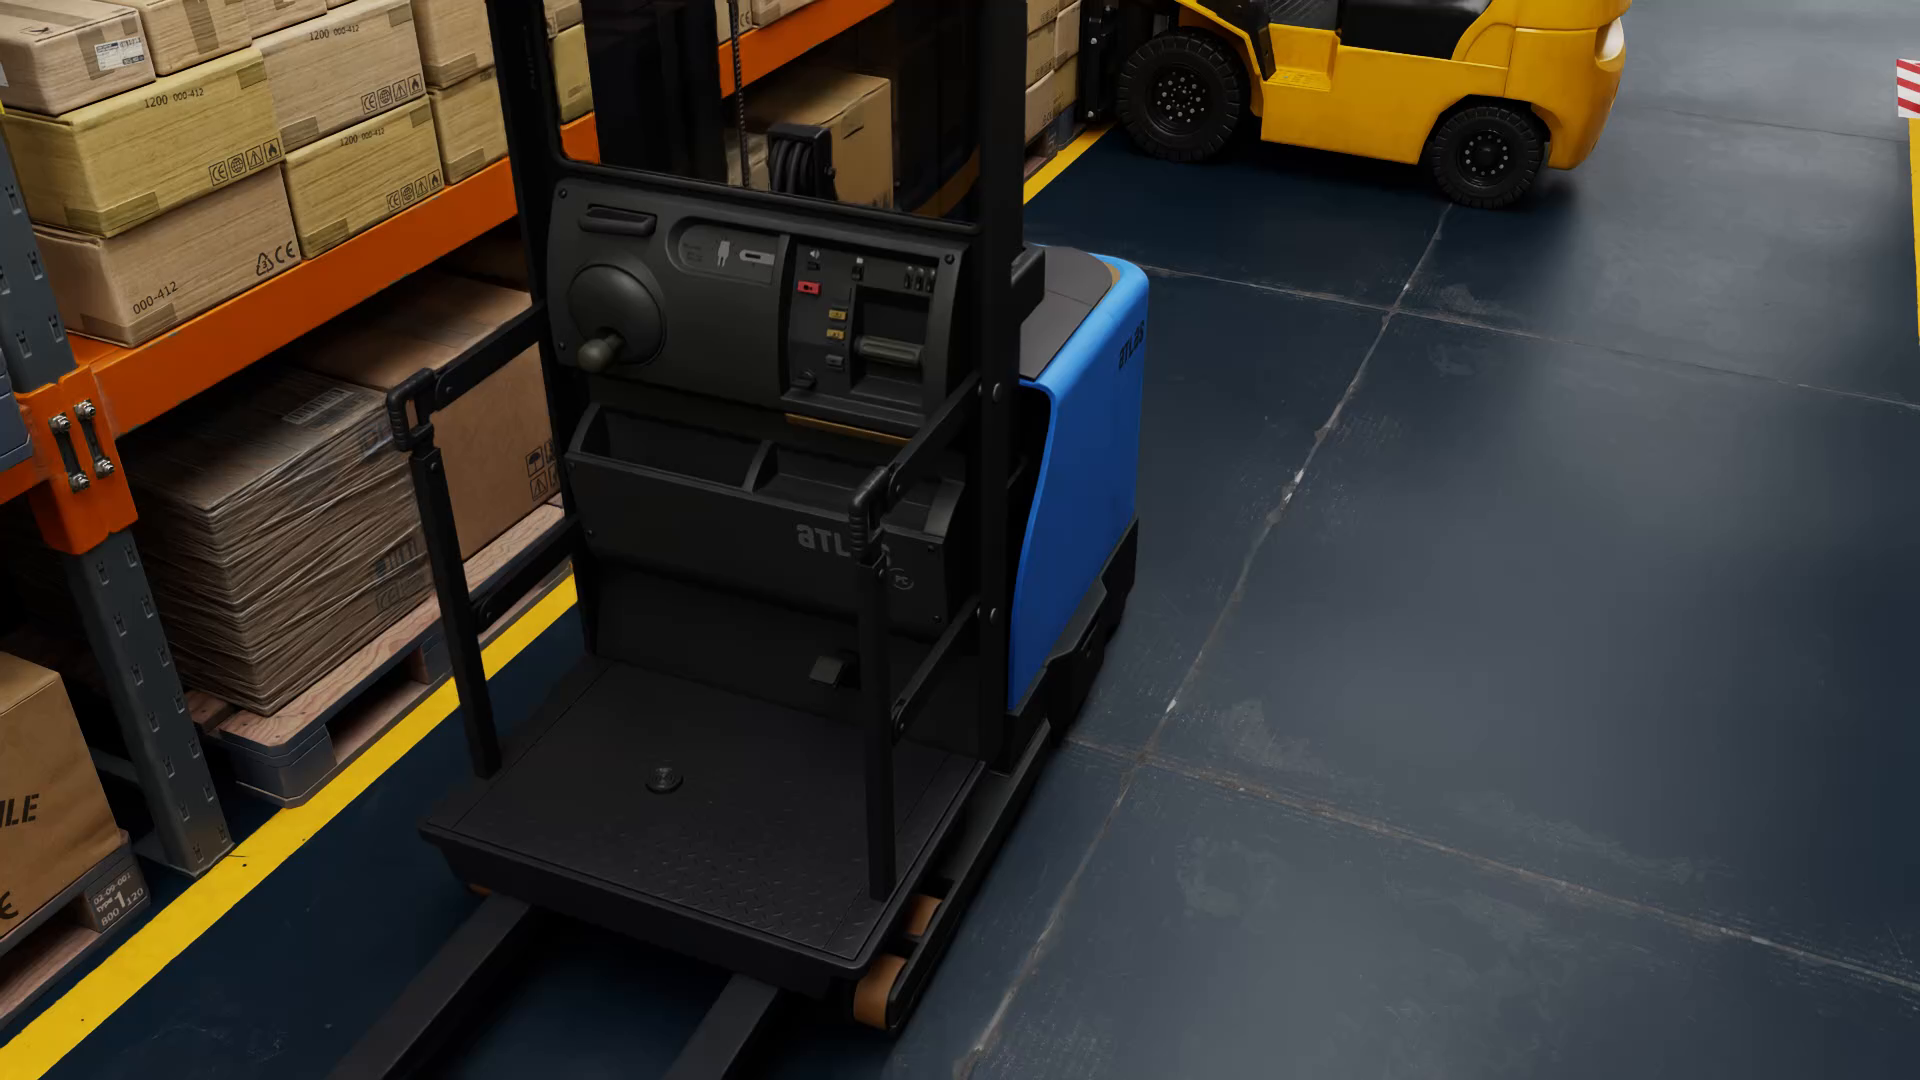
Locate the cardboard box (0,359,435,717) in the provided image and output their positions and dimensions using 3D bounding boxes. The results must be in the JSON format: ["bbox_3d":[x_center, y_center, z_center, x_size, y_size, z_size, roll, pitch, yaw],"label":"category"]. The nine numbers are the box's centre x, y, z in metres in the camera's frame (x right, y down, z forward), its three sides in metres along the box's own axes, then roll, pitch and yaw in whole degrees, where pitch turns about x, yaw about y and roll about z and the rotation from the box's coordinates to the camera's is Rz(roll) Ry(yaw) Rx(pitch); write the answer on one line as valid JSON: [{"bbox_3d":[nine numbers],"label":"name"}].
[{"bbox_3d":[-1.989,-0.070,4.404,0.875,0.625,0.625,15,36,22],"label":"cardboard box"}]

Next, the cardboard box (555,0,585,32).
[{"bbox_3d":[-1.218,-1.657,4.723,0.500,0.250,0.500,15,36,21],"label":"cardboard box"}]

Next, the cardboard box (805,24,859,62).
[{"bbox_3d":[-0.559,-2.306,7.244,0.500,0.250,0.500,15,36,21],"label":"cardboard box"}]

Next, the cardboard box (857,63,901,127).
[{"bbox_3d":[-0.106,-1.977,7.199,0.500,0.250,0.500,14,36,20],"label":"cardboard box"}]

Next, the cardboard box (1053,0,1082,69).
[{"bbox_3d":[0.324,-2.476,7.960,0.500,0.250,0.500,14,36,20],"label":"cardboard box"}]

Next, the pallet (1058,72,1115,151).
[{"bbox_3d":[0.291,-2.403,8.722,1.003,0.211,1.213,14,36,20],"label":"pallet"}]

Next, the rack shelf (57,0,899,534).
[{"bbox_3d":[-1.426,-1.276,5.116,1.077,0.370,4.000,14,36,20],"label":"rack shelf"}]

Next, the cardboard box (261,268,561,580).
[{"bbox_3d":[-1.723,-0.398,4.903,0.875,0.625,0.625,15,36,22],"label":"cardboard box"}]

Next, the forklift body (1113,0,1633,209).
[{"bbox_3d":[1.948,-2.847,7.630,2.313,2.155,1.214,14,36,20],"label":"forklift body"}]

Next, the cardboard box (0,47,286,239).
[{"bbox_3d":[-1.832,-0.886,3.546,0.500,0.250,0.500,14,36,20],"label":"cardboard box"}]

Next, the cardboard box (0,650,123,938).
[{"bbox_3d":[-2.244,0.549,3.573,0.500,0.500,0.500,15,36,22],"label":"cardboard box"}]

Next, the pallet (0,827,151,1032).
[{"bbox_3d":[-2.609,0.949,3.610,1.003,0.211,1.213,14,36,20],"label":"pallet"}]

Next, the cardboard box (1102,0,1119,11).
[{"bbox_3d":[0.536,-2.728,8.343,0.500,0.250,0.500,14,36,20],"label":"cardboard box"}]

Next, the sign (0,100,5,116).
[{"bbox_3d":[-1.765,-0.912,2.921,0.100,0.325,0.005,14,36,20],"label":"sign"}]

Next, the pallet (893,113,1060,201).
[{"bbox_3d":[-0.218,-1.793,7.792,1.003,0.211,1.213,14,36,20],"label":"pallet"}]

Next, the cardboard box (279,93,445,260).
[{"bbox_3d":[-1.640,-0.932,4.072,0.500,0.250,0.500,13,36,19],"label":"cardboard box"}]

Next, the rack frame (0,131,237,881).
[{"bbox_3d":[-2.262,-0.580,3.399,1.000,3.000,0.127,14,36,20],"label":"rack frame"}]

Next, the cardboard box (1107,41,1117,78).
[{"bbox_3d":[0.544,-2.527,8.494,0.500,0.250,0.500,15,36,22],"label":"cardboard box"}]

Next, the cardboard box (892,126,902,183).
[{"bbox_3d":[-0.086,-1.763,7.328,0.500,0.250,0.500,15,36,21],"label":"cardboard box"}]

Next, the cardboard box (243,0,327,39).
[{"bbox_3d":[-1.667,-1.252,3.741,0.380,0.149,0.250,15,36,22],"label":"cardboard box"}]

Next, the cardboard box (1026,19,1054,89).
[{"bbox_3d":[0.103,-2.229,7.582,0.500,0.250,0.500,14,36,20],"label":"cardboard box"}]

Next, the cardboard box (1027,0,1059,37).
[{"bbox_3d":[0.122,-2.438,7.445,0.500,0.250,0.500,14,36,21],"label":"cardboard box"}]

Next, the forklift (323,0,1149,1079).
[{"bbox_3d":[-0.516,-0.427,3.229,1.130,2.935,3.031,13,35,19],"label":"forklift"}]

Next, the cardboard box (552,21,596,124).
[{"bbox_3d":[-1.212,-1.448,4.859,0.500,0.250,0.500,15,36,22],"label":"cardboard box"}]

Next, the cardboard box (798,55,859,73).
[{"bbox_3d":[-0.571,-2.097,7.381,0.500,0.250,0.500,13,36,19],"label":"cardboard box"}]

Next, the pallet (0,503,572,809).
[{"bbox_3d":[-1.882,0.185,4.776,1.003,0.211,1.213,14,36,20],"label":"pallet"}]

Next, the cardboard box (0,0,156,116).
[{"bbox_3d":[-1.861,-0.985,3.333,0.380,0.149,0.250,15,36,22],"label":"cardboard box"}]

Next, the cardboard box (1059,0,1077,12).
[{"bbox_3d":[0.319,-2.688,7.827,0.500,0.250,0.500,15,36,22],"label":"cardboard box"}]

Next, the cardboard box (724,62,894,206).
[{"bbox_3d":[-0.797,-1.493,6.573,0.875,0.625,0.625,16,36,23],"label":"cardboard box"}]

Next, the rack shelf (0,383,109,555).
[{"bbox_3d":[-3.099,0.717,2.078,1.077,0.370,4.000,14,36,20],"label":"rack shelf"}]

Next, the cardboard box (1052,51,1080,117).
[{"bbox_3d":[0.314,-2.279,8.115,0.500,0.250,0.500,15,36,21],"label":"cardboard box"}]

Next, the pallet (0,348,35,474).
[{"bbox_3d":[-2.482,-0.146,2.913,1.213,0.211,1.003,14,36,20],"label":"pallet"}]

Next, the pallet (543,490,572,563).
[{"bbox_3d":[-1.371,-0.421,5.699,1.003,0.211,1.213,14,36,20],"label":"pallet"}]

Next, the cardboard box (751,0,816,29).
[{"bbox_3d":[-0.767,-1.947,5.621,0.500,0.250,0.500,14,36,20],"label":"cardboard box"}]

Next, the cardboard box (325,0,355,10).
[{"bbox_3d":[-1.569,-1.385,3.943,0.380,0.149,0.250,15,36,21],"label":"cardboard box"}]

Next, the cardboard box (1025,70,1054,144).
[{"bbox_3d":[0.113,-2.020,7.719,0.500,0.250,0.500,13,36,19],"label":"cardboard box"}]

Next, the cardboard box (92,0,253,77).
[{"bbox_3d":[-1.751,-1.118,3.536,0.380,0.149,0.250,15,36,22],"label":"cardboard box"}]

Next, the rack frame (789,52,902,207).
[{"bbox_3d":[-0.589,-2.572,6.438,1.000,3.000,0.127,14,36,20],"label":"rack frame"}]

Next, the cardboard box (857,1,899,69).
[{"bbox_3d":[-0.101,-2.185,7.060,0.500,0.250,0.500,14,36,20],"label":"cardboard box"}]

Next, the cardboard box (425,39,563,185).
[{"bbox_3d":[-1.431,-1.190,4.466,0.500,0.250,0.500,13,35,19],"label":"cardboard box"}]

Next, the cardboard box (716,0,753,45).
[{"bbox_3d":[-1.003,-1.707,5.254,0.500,0.250,0.500,14,36,21],"label":"cardboard box"}]

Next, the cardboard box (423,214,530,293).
[{"bbox_3d":[-1.441,-0.733,5.415,0.875,0.625,0.625,13,35,19],"label":"cardboard box"}]

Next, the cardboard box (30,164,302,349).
[{"bbox_3d":[-1.855,-0.682,3.692,0.500,0.250,0.500,14,36,21],"label":"cardboard box"}]

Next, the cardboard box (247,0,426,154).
[{"bbox_3d":[-1.644,-1.141,3.935,0.500,0.250,0.500,15,36,22],"label":"cardboard box"}]

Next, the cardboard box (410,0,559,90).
[{"bbox_3d":[-1.409,-1.397,4.326,0.500,0.250,0.500,13,36,19],"label":"cardboard box"}]

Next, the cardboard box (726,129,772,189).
[{"bbox_3d":[-1.129,-1.108,5.987,0.875,0.625,0.625,14,36,20],"label":"cardboard box"}]
